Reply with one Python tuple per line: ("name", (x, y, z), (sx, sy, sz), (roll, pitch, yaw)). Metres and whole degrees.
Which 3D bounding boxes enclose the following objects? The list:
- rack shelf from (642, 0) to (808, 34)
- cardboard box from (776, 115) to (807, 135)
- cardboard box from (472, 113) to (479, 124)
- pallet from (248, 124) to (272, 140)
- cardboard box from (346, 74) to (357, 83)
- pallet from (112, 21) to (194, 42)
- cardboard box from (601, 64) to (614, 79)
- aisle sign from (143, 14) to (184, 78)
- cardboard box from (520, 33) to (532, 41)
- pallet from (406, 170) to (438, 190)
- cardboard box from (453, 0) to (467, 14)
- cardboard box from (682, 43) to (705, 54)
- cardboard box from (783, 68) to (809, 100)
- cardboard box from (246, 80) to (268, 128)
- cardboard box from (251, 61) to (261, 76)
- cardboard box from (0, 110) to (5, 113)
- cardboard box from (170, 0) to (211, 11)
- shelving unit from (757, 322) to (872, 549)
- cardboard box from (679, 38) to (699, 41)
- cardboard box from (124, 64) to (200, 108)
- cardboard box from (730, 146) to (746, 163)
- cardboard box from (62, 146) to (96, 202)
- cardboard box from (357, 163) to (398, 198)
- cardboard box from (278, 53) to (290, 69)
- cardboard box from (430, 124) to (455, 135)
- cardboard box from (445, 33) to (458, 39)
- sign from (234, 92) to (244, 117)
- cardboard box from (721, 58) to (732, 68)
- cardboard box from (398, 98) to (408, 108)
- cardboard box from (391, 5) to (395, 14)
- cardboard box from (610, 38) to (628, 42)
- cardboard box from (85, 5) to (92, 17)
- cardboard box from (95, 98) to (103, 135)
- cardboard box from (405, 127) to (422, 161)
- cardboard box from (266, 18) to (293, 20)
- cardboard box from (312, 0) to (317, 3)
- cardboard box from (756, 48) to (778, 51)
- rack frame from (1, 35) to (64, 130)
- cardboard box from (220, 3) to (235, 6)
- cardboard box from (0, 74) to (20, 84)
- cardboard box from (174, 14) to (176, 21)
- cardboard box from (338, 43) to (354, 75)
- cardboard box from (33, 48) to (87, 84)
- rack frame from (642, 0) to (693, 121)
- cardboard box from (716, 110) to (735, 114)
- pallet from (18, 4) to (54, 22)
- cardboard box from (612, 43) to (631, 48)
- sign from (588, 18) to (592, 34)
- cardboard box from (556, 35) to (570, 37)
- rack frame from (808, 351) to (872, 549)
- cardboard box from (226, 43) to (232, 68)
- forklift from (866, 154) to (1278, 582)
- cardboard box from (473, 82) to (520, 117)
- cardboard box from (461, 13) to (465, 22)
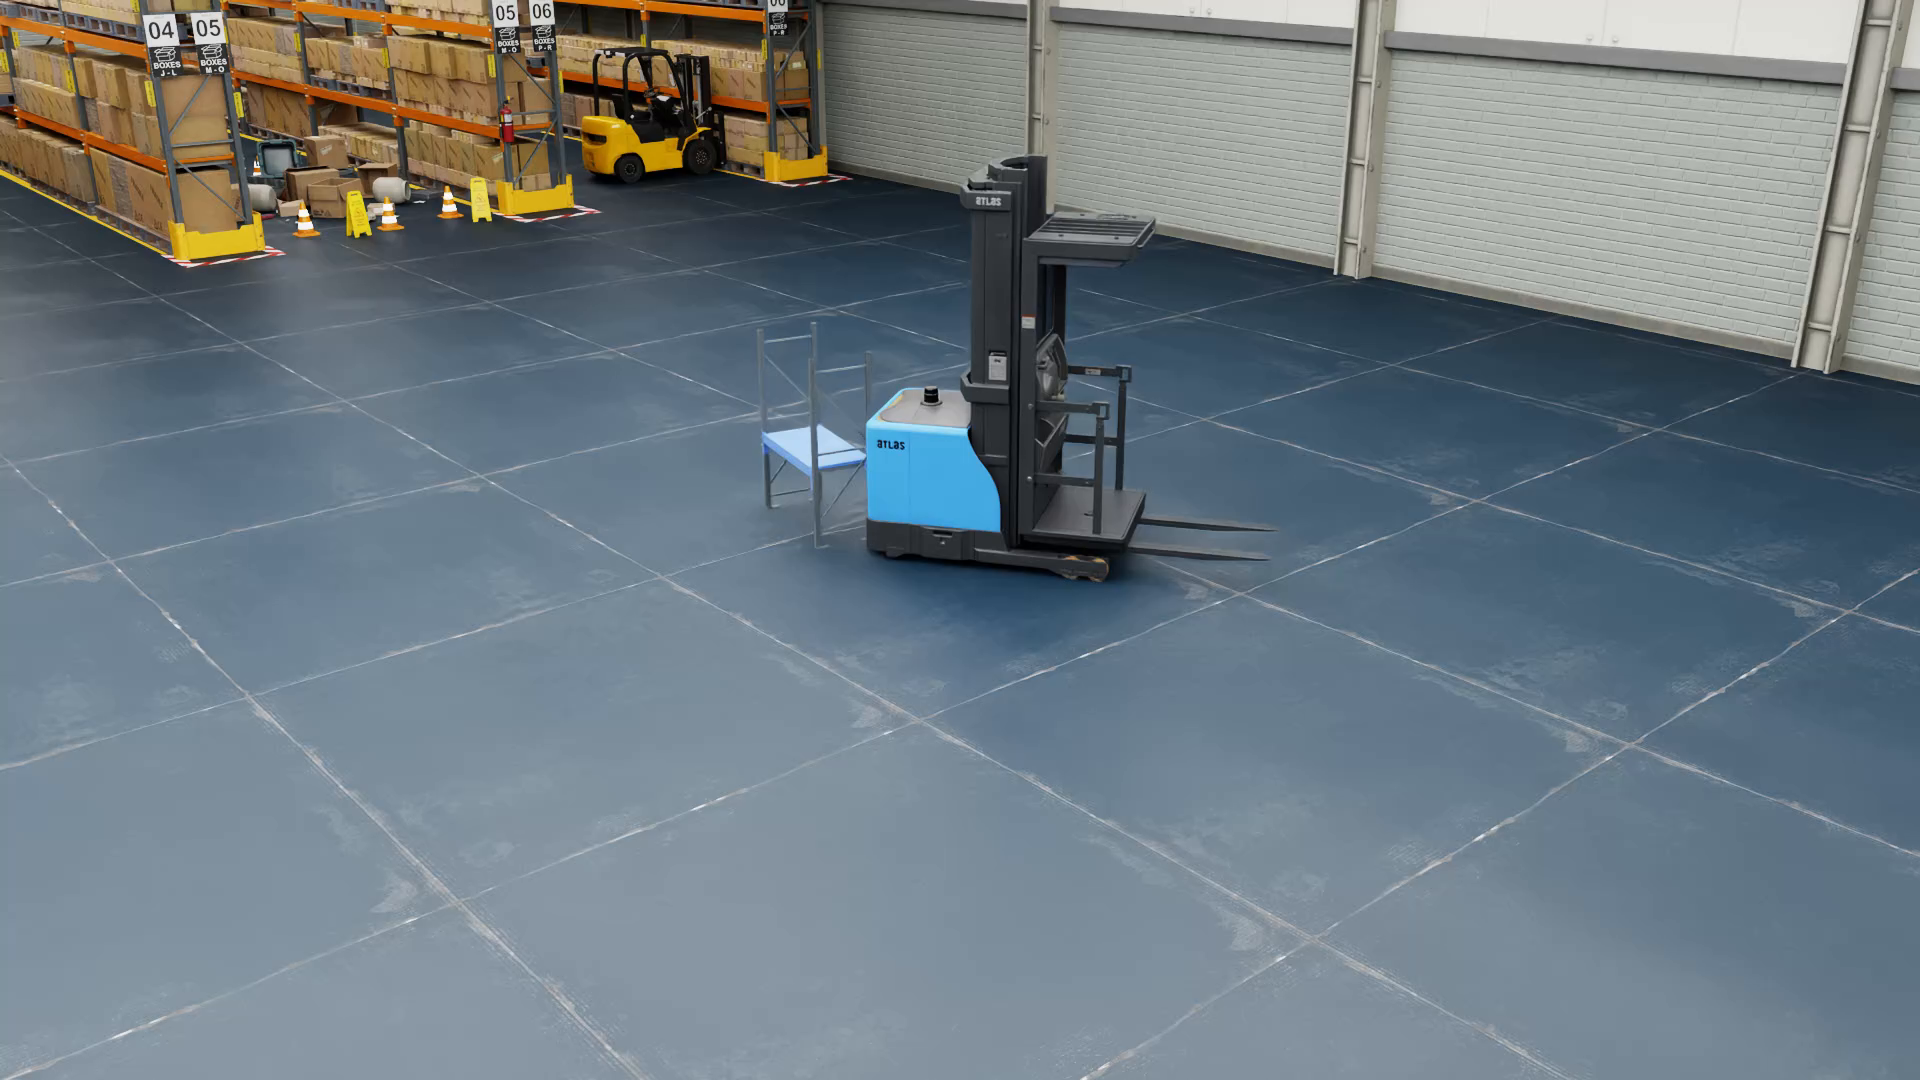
("rack shelf", (-4.197, -9.408, 29.763), (1.077, 0.370, 4.000), (-17, 27, -37))
("cardboard box", (-3.062, -7.352, 29.465), (0.500, 0.250, 0.500), (-18, 28, -38))
("cardboard box", (-7.457, -6.666, 26.234), (0.380, 0.149, 0.250), (-18, 28, -38))
("pallet", (-13.922, -8.432, 34.224), (1.003, 0.211, 1.213), (-17, 27, -37))
("cardboard box", (-10.782, -8.307, 29.850), (0.380, 0.149, 0.250), (-16, 27, -36))
("pallet", (-10.826, -6.962, 22.655), (1.003, 0.211, 1.213), (-17, 27, -37))
("cardboard box", (-6.663, -9.188, 32.534), (0.500, 0.250, 0.500), (-17, 27, -37))
("aisle sign", (-10.515, -6.524, 21.963), (0.394, 0.787, 0.004), (-17, 27, -37))
("cardboard box", (-9.320, -10.654, 35.355), (0.797, 0.503, 0.637), (-18, 28, -39))
("pallet", (-8.796, -6.240, 28.627), (1.003, 0.211, 1.213), (-17, 27, -37))
("cardboard box", (-7.505, -8.296, 25.736), (0.500, 0.250, 0.500), (-18, 28, -38))
("cardboard box", (-4.827, -8.947, 30.279), (0.380, 0.149, 0.250), (-18, 28, -38))
("cardboard box", (-3.005, -8.043, 29.268), (0.500, 0.500, 0.500), (-16, 27, -36))
("cardboard box", (-14.018, -8.980, 34.136), (0.875, 0.875, 0.875), (-16, 27, -36))
("cardboard box", (-13.734, -9.384, 33.035), (0.500, 0.250, 0.500), (-18, 28, -38))
("cardboard box", (-17.535, -7.687, 30.320), (0.500, 0.250, 0.500), (-17, 27, -36))
("cardboard box", (-10.454, -7.306, 22.497), (0.500, 0.250, 0.500), (-18, 27, -38))
("shelving unit", (-1.134, -0.836, 13.063), (0.538, 1.500, 1.048), (-11, 24, -26))
("cardboard box", (-5.066, -9.369, 31.358), (0.380, 0.149, 0.250), (-17, 27, -37))
("cardboard box", (-11.238, -6.406, 23.540), (0.875, 0.550, 0.550), (-17, 27, -37))
("cardboard box", (-3.755, -6.903, 29.689), (0.500, 0.250, 0.500), (-17, 27, -37))
("cardboard box", (-13.418, -5.808, 26.208), (1.050, 0.750, 0.750), (-18, 27, -38))
("cardboard box", (-9.592, -5.933, 27.443), (0.500, 0.500, 0.500), (0, 21, -1))
("cardboard box", (-12.718, -9.198, 31.875), (0.500, 0.250, 0.500), (-18, 28, -39))
("cardboard box", (-8.529, -6.791, 27.486), (0.380, 0.149, 0.250), (-16, 26, -34))
("cardboard box", (-11.242, -11.260, 37.417), (0.500, 0.250, 0.500), (-17, 27, -36))
("sign", (-9.910, -5.975, 22.830), (0.100, 0.325, 0.005), (-17, 27, -37))
("cardboard box", (-4.006, -8.454, 29.430), (0.380, 0.149, 0.250), (-19, 28, -39))
("cardboard box", (-9.298, -7.435, 28.199), (0.380, 0.149, 0.250), (-18, 27, -38))
("cardboard box", (-9.243, -8.849, 27.696), (0.380, 0.149, 0.250), (-18, 28, -38))
("cardboard box", (-6.732, -9.891, 33.097), (0.380, 0.149, 0.250), (-16, 27, -36))
("cardboard box", (-12.132, -7.498, 23.534), (0.380, 0.149, 0.250), (-17, 27, -37))
("cardboard box", (-12.319, -6.334, 24.836), (0.875, 0.550, 0.550), (-17, 27, -37))
("cardboard box", (-9.080, -6.753, 28.278), (0.500, 0.500, 0.500), (-16, 26, -35))
("cardboard box", (-13.658, -10.233, 33.490), (0.500, 0.500, 0.500), (-17, 27, -36))
("cardboard box", (-11.628, -9.957, 30.364), (0.396, 0.266, 0.258), (-17, 27, -37))
("cardboard box", (-3.428, -8.646, 29.511), (0.380, 0.149, 0.250), (-17, 27, -37))
("rack frame", (-15.556, -7.615, 28.312), (1.000, 3.000, 0.127), (-17, 27, -37))
("cardboard box", (-15.676, -11.377, 35.522), (0.380, 0.149, 0.250), (-16, 27, -36))
("cardboard box", (-16.223, -7.860, 28.299), (0.380, 0.149, 0.250), (-17, 27, -36))
("cardboard box", (-10.645, -7.237, 22.866), (0.380, 0.149, 0.250), (-17, 27, -37))
("cardboard box", (-10.736, -8.595, 29.694), (0.500, 0.500, 0.500), (-19, 28, -39))
("cardboard box", (-14.603, -7.720, 27.072), (0.700, 0.500, 0.500), (-18, 28, -38))
("rack frame", (-5.503, -8.898, 31.590), (1.000, 3.000, 0.127), (-17, 27, -37))
("cardboard box", (-4.429, -7.646, 30.215), (0.500, 0.250, 0.500), (-18, 28, -38))
("pallet", (-14.363, -8.450, 26.591), (1.003, 0.211, 1.213), (-16, 26, -35))
("cardboard box", (-6.468, -9.477, 32.040), (0.380, 0.149, 0.250), (-19, 28, -39))
("sign", (-7.696, -10.676, 34.540), (0.100, 0.325, 0.005), (-17, 27, -37))
("cardboard box", (-8.129, -10.194, 33.871), (0.380, 0.149, 0.250), (-16, 27, -36))
("rack frame", (-0.895, -0.673, 12.645), (0.500, 1.500, 0.032), (-11, 24, -26))
("cardboard box", (-14.979, -10.040, 34.367), (0.500, 0.500, 0.500), (-17, 27, -37))
("forklift", (0.862, -1.274, 12.218), (3.031, 2.935, 1.130), (5, 22, 14))
("cardboard box", (-7.213, -6.880, 25.892), (0.500, 0.500, 0.500), (-18, 28, -38))
("cardboard box", (-7.544, -8.151, 25.912), (0.380, 0.149, 0.250), (-17, 27, -37))
